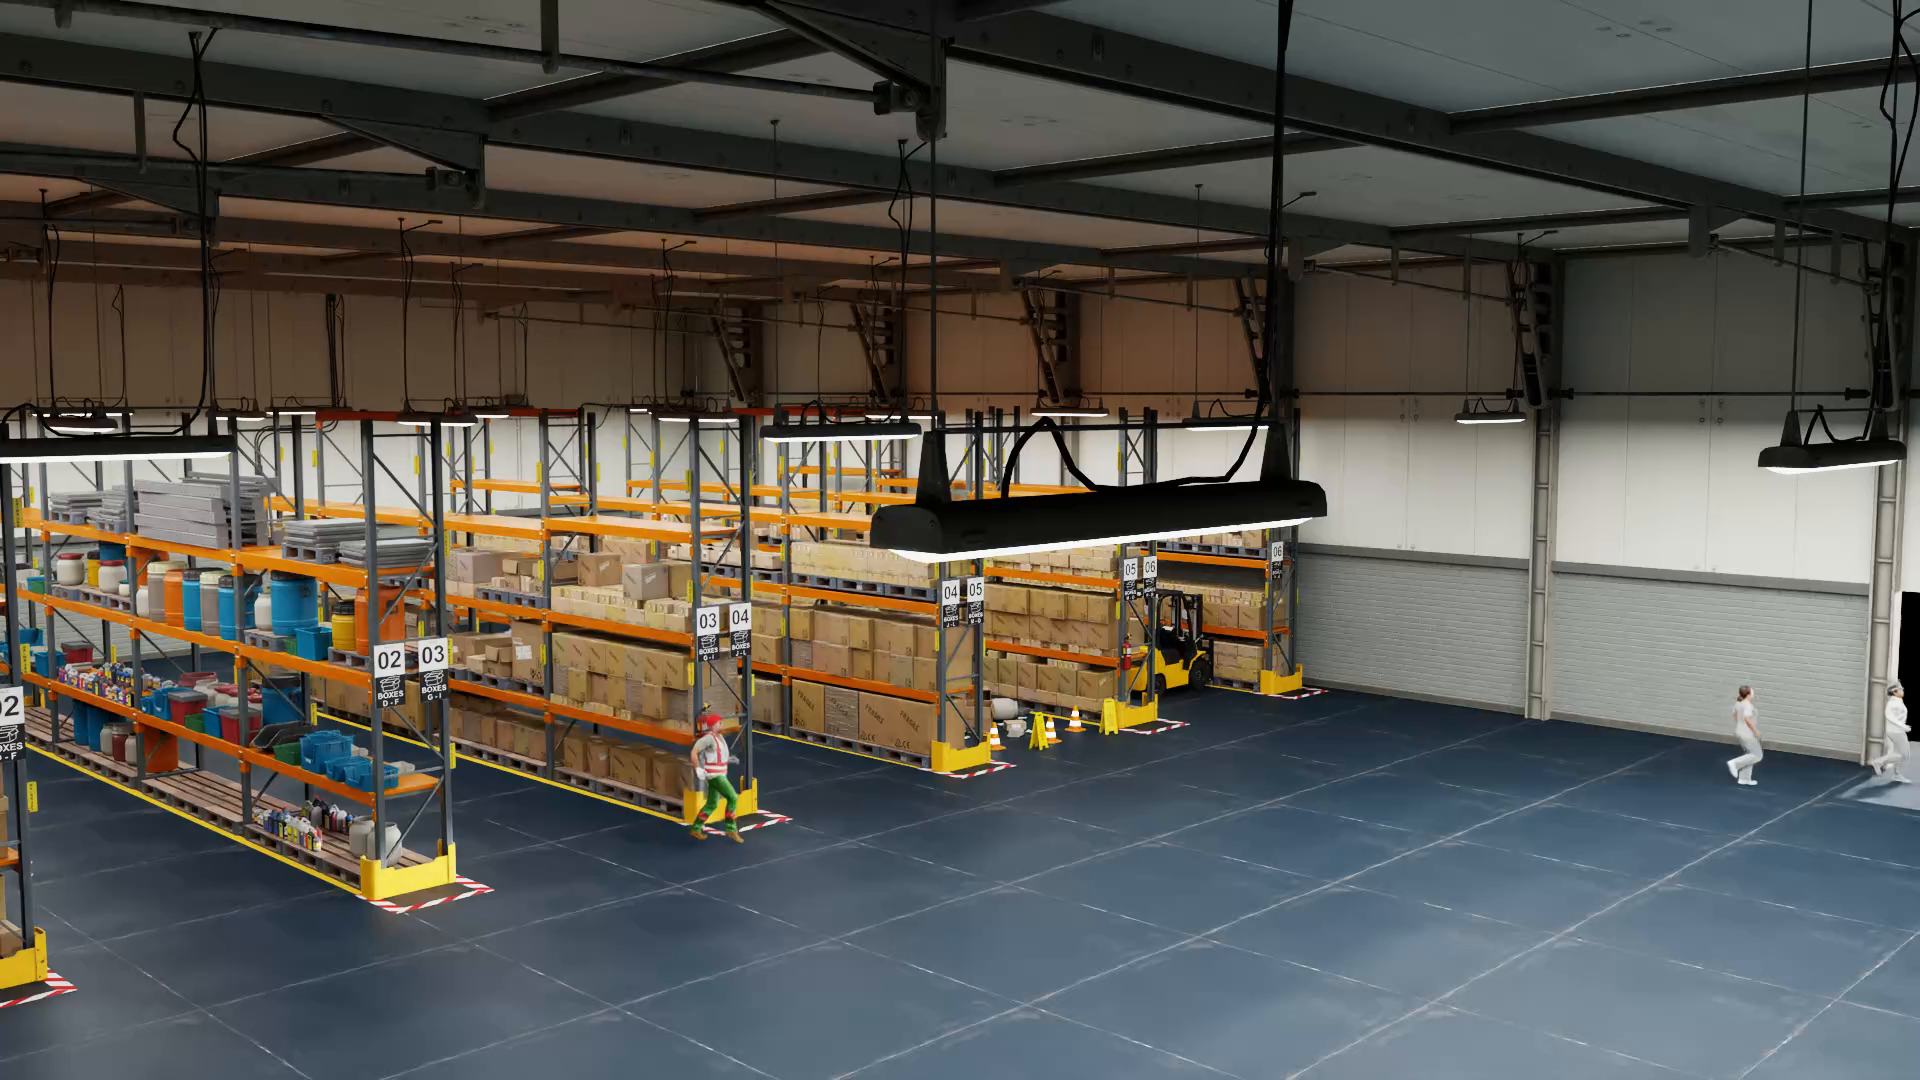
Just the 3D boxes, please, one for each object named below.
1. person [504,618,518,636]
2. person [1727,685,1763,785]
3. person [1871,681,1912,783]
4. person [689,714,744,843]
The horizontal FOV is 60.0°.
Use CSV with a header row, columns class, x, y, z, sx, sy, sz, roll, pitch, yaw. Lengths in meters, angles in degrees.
class,x,y,z,sx,sy,sz,roll,pitch,yaw
person,-9.265,2.446,34.662,0.616,1.668,0.925,-5,7,-44
person,12.656,3.150,26.849,0.570,1.626,0.570,0,5,-2
person,15.189,3.118,27.065,0.593,1.675,0.633,3,6,30
person,-3.420,3.354,23.528,0.794,1.771,0.688,0,5,5
